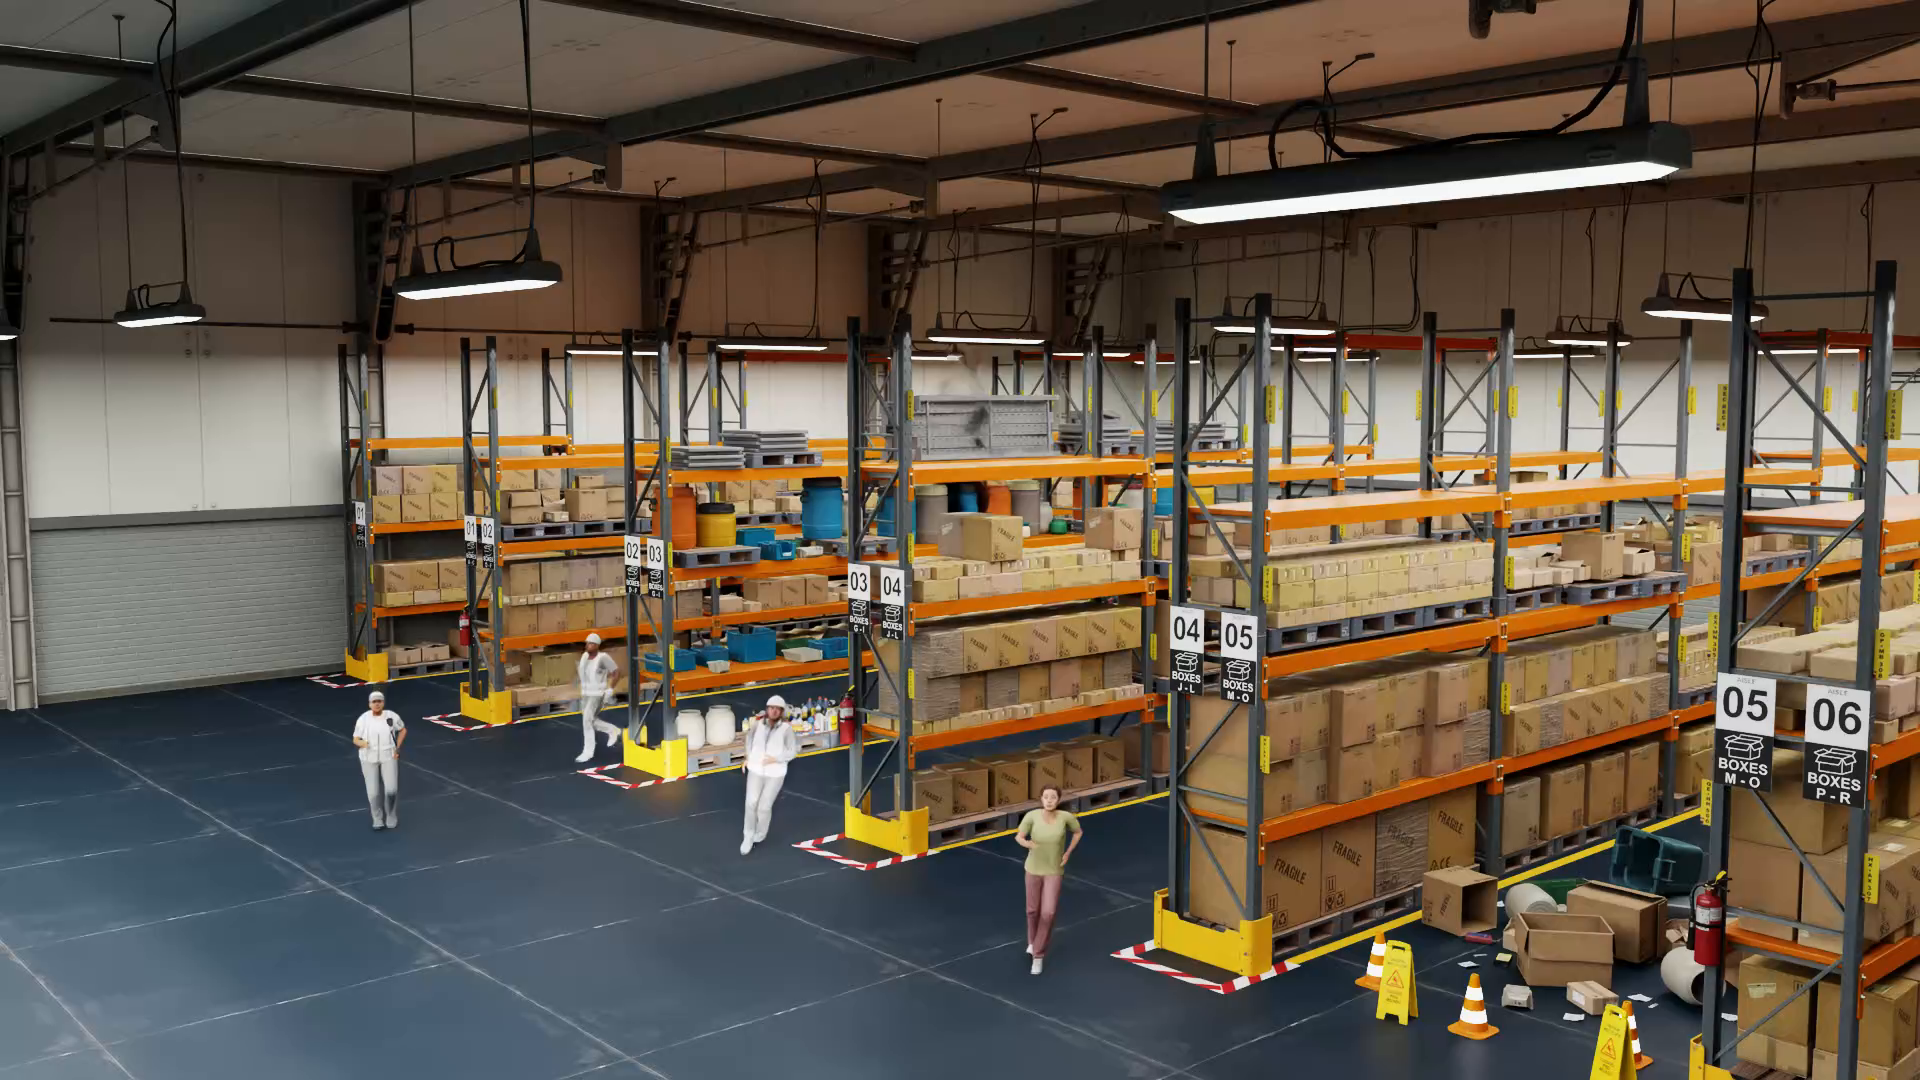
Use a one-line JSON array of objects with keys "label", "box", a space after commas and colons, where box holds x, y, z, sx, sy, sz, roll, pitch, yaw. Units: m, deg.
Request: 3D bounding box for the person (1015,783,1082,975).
[{"label": "person", "box": [0.785, 3.013, 14.913, 0.580, 1.717, 0.703, 1, 5, 12]}]

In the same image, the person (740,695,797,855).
[{"label": "person", "box": [-2.149, 2.613, 18.686, 0.641, 1.736, 0.702, 0, 5, 3]}]

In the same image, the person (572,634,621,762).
[{"label": "person", "box": [-5.131, 2.197, 23.480, 0.722, 1.774, 0.814, 5, 7, 43]}]

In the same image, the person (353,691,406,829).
[{"label": "person", "box": [-6.803, 2.602, 19.511, 0.589, 1.647, 0.577, -2, 5, -18]}]
